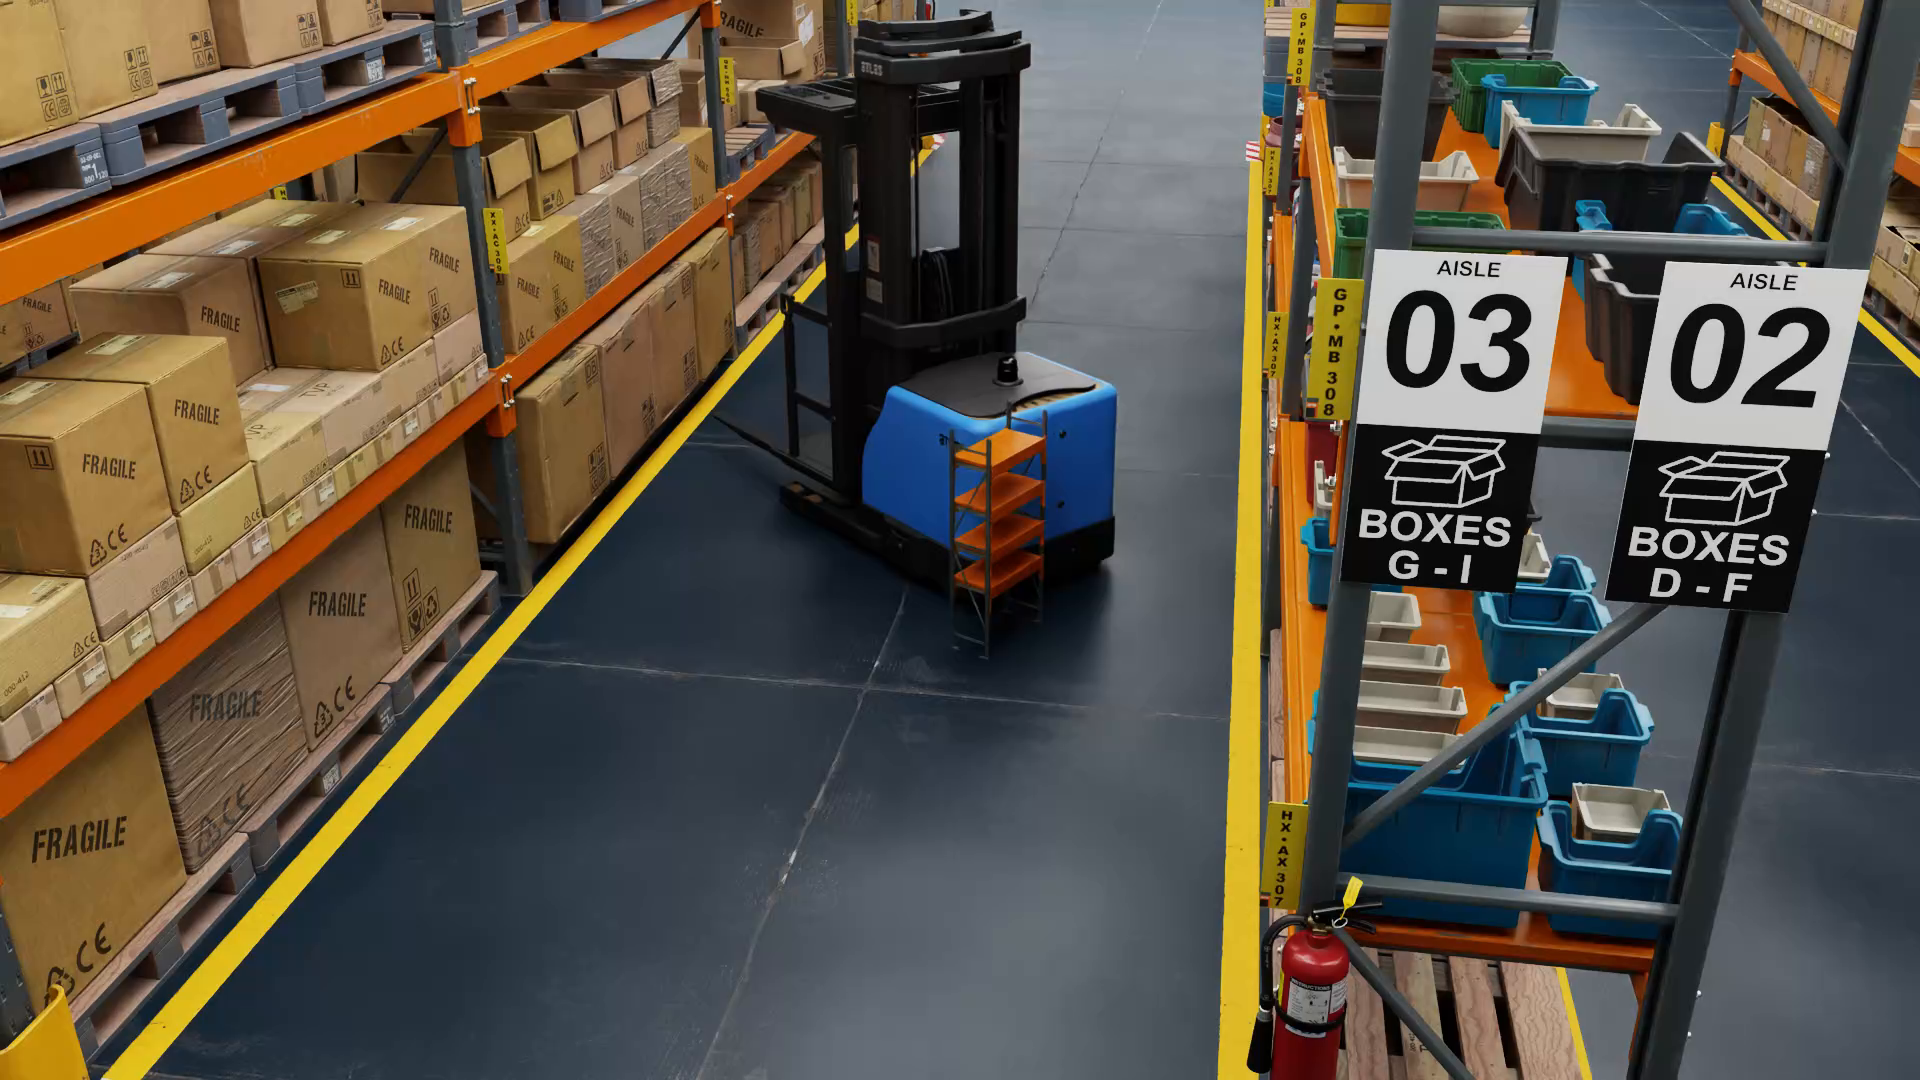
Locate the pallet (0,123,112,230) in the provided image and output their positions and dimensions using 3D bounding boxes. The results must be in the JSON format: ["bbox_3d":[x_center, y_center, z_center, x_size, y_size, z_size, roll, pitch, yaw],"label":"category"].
[{"bbox_3d":[-3.398,-1.052,5.026,1.003,0.211,1.213,4,25,9],"label":"pallet"}]

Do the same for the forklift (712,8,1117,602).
[{"bbox_3d":[-0.440,-1.552,9.609,1.130,2.935,3.031,-19,31,-34],"label":"forklift"}]

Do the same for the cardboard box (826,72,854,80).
[{"bbox_3d":[-1.215,-4.397,15.902,0.380,0.149,0.250,4,25,9],"label":"cardboard box"}]

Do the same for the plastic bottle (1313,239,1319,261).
[{"bbox_3d":[2.039,-1.598,9.684,0.144,0.351,0.185,4,25,9],"label":"plastic bottle"}]

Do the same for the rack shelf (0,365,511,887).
[{"bbox_3d":[-3.182,0.067,6.918,1.077,0.370,4.000,4,25,9],"label":"rack shelf"}]

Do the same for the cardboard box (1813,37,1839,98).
[{"bbox_3d":[8.457,-4.416,15.527,0.700,0.500,0.500,4,25,9],"label":"cardboard box"}]

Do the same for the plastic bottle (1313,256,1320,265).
[{"bbox_3d":[2.053,-1.500,9.569,0.097,0.271,0.097,0,25,0],"label":"plastic bottle"}]

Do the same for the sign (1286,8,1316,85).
[{"bbox_3d":[1.489,-2.154,7.265,0.100,0.325,0.005,4,25,9],"label":"sign"}]

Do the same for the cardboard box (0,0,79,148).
[{"bbox_3d":[-3.265,-1.510,5.169,0.700,0.500,0.500,3,25,7],"label":"cardboard box"}]

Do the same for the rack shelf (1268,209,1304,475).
[{"bbox_3d":[2.358,-1.263,9.759,1.077,0.370,4.000,4,25,9],"label":"rack shelf"}]

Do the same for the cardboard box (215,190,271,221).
[{"bbox_3d":[-6.750,-2.940,14.651,1.050,0.750,0.750,4,25,9],"label":"cardboard box"}]

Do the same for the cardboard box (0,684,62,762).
[{"bbox_3d":[-3.125,0.565,5.300,0.380,0.149,0.250,4,25,9],"label":"cardboard box"}]

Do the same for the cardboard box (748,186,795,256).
[{"bbox_3d":[-1.856,-2.821,14.669,0.700,0.500,0.500,2,25,4],"label":"cardboard box"}]

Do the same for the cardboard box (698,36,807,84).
[{"bbox_3d":[-1.739,-3.947,14.027,0.797,0.503,0.637,7,26,14],"label":"cardboard box"}]

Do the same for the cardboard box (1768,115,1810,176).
[{"bbox_3d":[8.324,-3.875,16.354,0.500,0.500,0.500,4,25,9],"label":"cardboard box"}]

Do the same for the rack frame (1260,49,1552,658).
[{"bbox_3d":[2.032,-0.753,7.819,1.000,3.000,0.127,4,25,9],"label":"rack frame"}]

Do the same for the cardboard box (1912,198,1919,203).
[{"bbox_3d":[8.442,-2.763,14.202,0.500,0.311,0.500,4,25,9],"label":"cardboard box"}]

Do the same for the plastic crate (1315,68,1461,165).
[{"bbox_3d":[1.558,-1.551,6.142,0.497,0.269,0.590,4,25,9],"label":"plastic crate"}]

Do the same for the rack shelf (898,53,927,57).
[{"bbox_3d":[-1.220,-4.952,17.640,1.077,0.370,4.000,4,25,9],"label":"rack shelf"}]

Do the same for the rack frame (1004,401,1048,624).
[{"bbox_3d":[0.337,-0.132,8.616,0.240,1.200,0.015,17,30,32],"label":"rack frame"}]

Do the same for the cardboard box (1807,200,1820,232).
[{"bbox_3d":[8.085,-2.908,15.172,0.500,0.250,0.500,4,25,9],"label":"cardboard box"}]

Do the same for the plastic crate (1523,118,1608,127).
[{"bbox_3d":[2.199,-1.433,6.047,0.293,0.136,0.466,4,25,9],"label":"plastic crate"}]

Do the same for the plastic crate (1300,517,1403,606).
[{"bbox_3d":[1.461,0.092,6.141,0.416,0.233,0.300,4,25,9],"label":"plastic crate"}]

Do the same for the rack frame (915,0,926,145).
[{"bbox_3d":[-0.894,-6.115,19.275,1.000,3.000,0.127,4,25,9],"label":"rack frame"}]

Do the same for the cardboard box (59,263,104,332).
[{"bbox_3d":[-6.927,-1.919,12.765,0.500,0.500,0.500,4,25,8],"label":"cardboard box"}]

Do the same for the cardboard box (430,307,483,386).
[{"bbox_3d":[-2.668,-0.960,8.088,0.500,0.250,0.500,4,25,8],"label":"cardboard box"}]

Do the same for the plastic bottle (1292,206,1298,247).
[{"bbox_3d":[2.220,-2.017,10.668,0.152,0.276,0.135,4,25,9],"label":"plastic bottle"}]

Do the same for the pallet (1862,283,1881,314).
[{"bbox_3d":[8.143,-2.180,14.158,1.003,0.211,1.213,4,25,9],"label":"pallet"}]

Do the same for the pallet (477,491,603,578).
[{"bbox_3d":[-2.803,-0.161,9.844,1.003,0.211,1.213,4,25,9],"label":"pallet"}]

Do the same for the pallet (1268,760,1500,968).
[{"bbox_3d":[1.753,1.332,6.655,1.003,0.211,1.213,4,25,9],"label":"pallet"}]

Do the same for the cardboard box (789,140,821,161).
[{"bbox_3d":[-1.442,-3.664,16.493,0.500,0.500,0.500,3,25,7],"label":"cardboard box"}]

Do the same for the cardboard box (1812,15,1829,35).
[{"bbox_3d":[8.308,-4.864,15.719,0.380,0.149,0.250,5,26,10],"label":"cardboard box"}]

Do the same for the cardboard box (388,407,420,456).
[{"bbox_3d":[-2.707,-0.509,7.596,0.380,0.149,0.250,4,25,9],"label":"cardboard box"}]

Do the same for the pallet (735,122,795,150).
[{"bbox_3d":[-1.918,-3.513,13.942,1.003,0.211,1.213,4,25,9],"label":"pallet"}]

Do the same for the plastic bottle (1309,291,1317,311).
[{"bbox_3d":[1.859,-1.137,8.700,0.144,0.351,0.185,4,25,9],"label":"plastic bottle"}]

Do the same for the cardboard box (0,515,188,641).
[{"bbox_3d":[-3.085,0.111,5.802,0.500,0.250,0.500,4,25,8],"label":"cardboard box"}]

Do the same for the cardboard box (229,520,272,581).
[{"bbox_3d":[-2.917,0.027,6.449,0.380,0.149,0.250,4,25,8],"label":"cardboard box"}]

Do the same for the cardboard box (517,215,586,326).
[{"bbox_3d":[-2.452,-1.526,9.355,0.500,0.500,0.500,4,25,9],"label":"cardboard box"}]

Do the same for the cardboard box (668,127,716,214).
[{"bbox_3d":[-2.037,-2.590,11.628,0.500,0.500,0.500,5,26,10],"label":"cardboard box"}]

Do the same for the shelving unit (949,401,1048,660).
[{"bbox_3d":[0.193,-0.048,8.437,0.258,1.200,0.503,17,30,32],"label":"shelving unit"}]

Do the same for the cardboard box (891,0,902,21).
[{"bbox_3d":[-1.098,-5.643,17.798,0.875,0.500,0.500,4,25,9],"label":"cardboard box"}]

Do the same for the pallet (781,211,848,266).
[{"bbox_3d":[-1.673,-2.853,15.596,1.003,0.211,1.213,4,25,9],"label":"pallet"}]

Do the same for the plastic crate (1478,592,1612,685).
[{"bbox_3d":[1.958,0.338,5.616,0.416,0.233,0.300,4,25,9],"label":"plastic crate"}]

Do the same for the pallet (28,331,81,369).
[{"bbox_3d":[-7.207,-1.565,12.844,1.003,0.211,1.213,4,25,9],"label":"pallet"}]

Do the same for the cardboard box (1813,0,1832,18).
[{"bbox_3d":[8.537,-5.202,15.678,0.700,0.500,0.500,4,25,9],"label":"cardboard box"}]

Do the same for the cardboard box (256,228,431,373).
[{"bbox_3d":[-2.752,-1.082,7.465,0.500,0.500,0.500,4,25,9],"label":"cardboard box"}]

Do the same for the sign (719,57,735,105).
[{"bbox_3d":[-1.653,-3.256,11.802,0.100,0.325,0.005,4,25,9],"label":"sign"}]

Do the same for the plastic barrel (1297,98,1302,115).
[{"bbox_3d":[2.712,-3.097,12.697,0.421,0.512,0.421,0,25,0],"label":"plastic barrel"}]

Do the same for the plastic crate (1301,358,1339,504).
[{"bbox_3d":[1.638,-0.453,7.032,0.402,0.464,0.583,4,25,9],"label":"plastic crate"}]

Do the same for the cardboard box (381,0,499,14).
[{"bbox_3d":[-2.770,-2.933,8.326,0.700,0.500,0.500,5,25,10],"label":"cardboard box"}]

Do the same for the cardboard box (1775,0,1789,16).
[{"bbox_3d":[8.520,-5.402,16.869,0.380,0.149,0.250,4,25,9],"label":"cardboard box"}]

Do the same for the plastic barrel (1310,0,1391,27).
[{"bbox_3d":[1.981,-2.782,7.900,0.600,0.588,0.600,0,25,0],"label":"plastic barrel"}]

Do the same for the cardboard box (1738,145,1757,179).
[{"bbox_3d":[8.494,-3.953,17.405,0.500,0.250,0.500,4,25,9],"label":"cardboard box"}]

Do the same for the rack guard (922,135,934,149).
[{"bbox_3d":[-0.906,-4.951,19.737,1.175,0.500,0.348,4,25,9],"label":"rack guard"}]

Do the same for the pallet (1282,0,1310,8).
[{"bbox_3d":[2.246,-2.835,8.952,1.003,0.211,1.213,4,25,9],"label":"pallet"}]

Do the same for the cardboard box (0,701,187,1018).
[{"bbox_3d":[-3.483,1.076,5.924,0.875,0.875,0.875,4,25,9],"label":"cardboard box"}]

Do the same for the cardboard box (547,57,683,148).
[{"bbox_3d":[-2.337,-2.964,11.242,0.797,0.503,0.637,5,26,10],"label":"cardboard box"}]

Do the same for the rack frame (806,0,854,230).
[{"bbox_3d":[-1.547,-4.442,15.701,1.000,3.000,0.127,4,25,9],"label":"rack frame"}]
